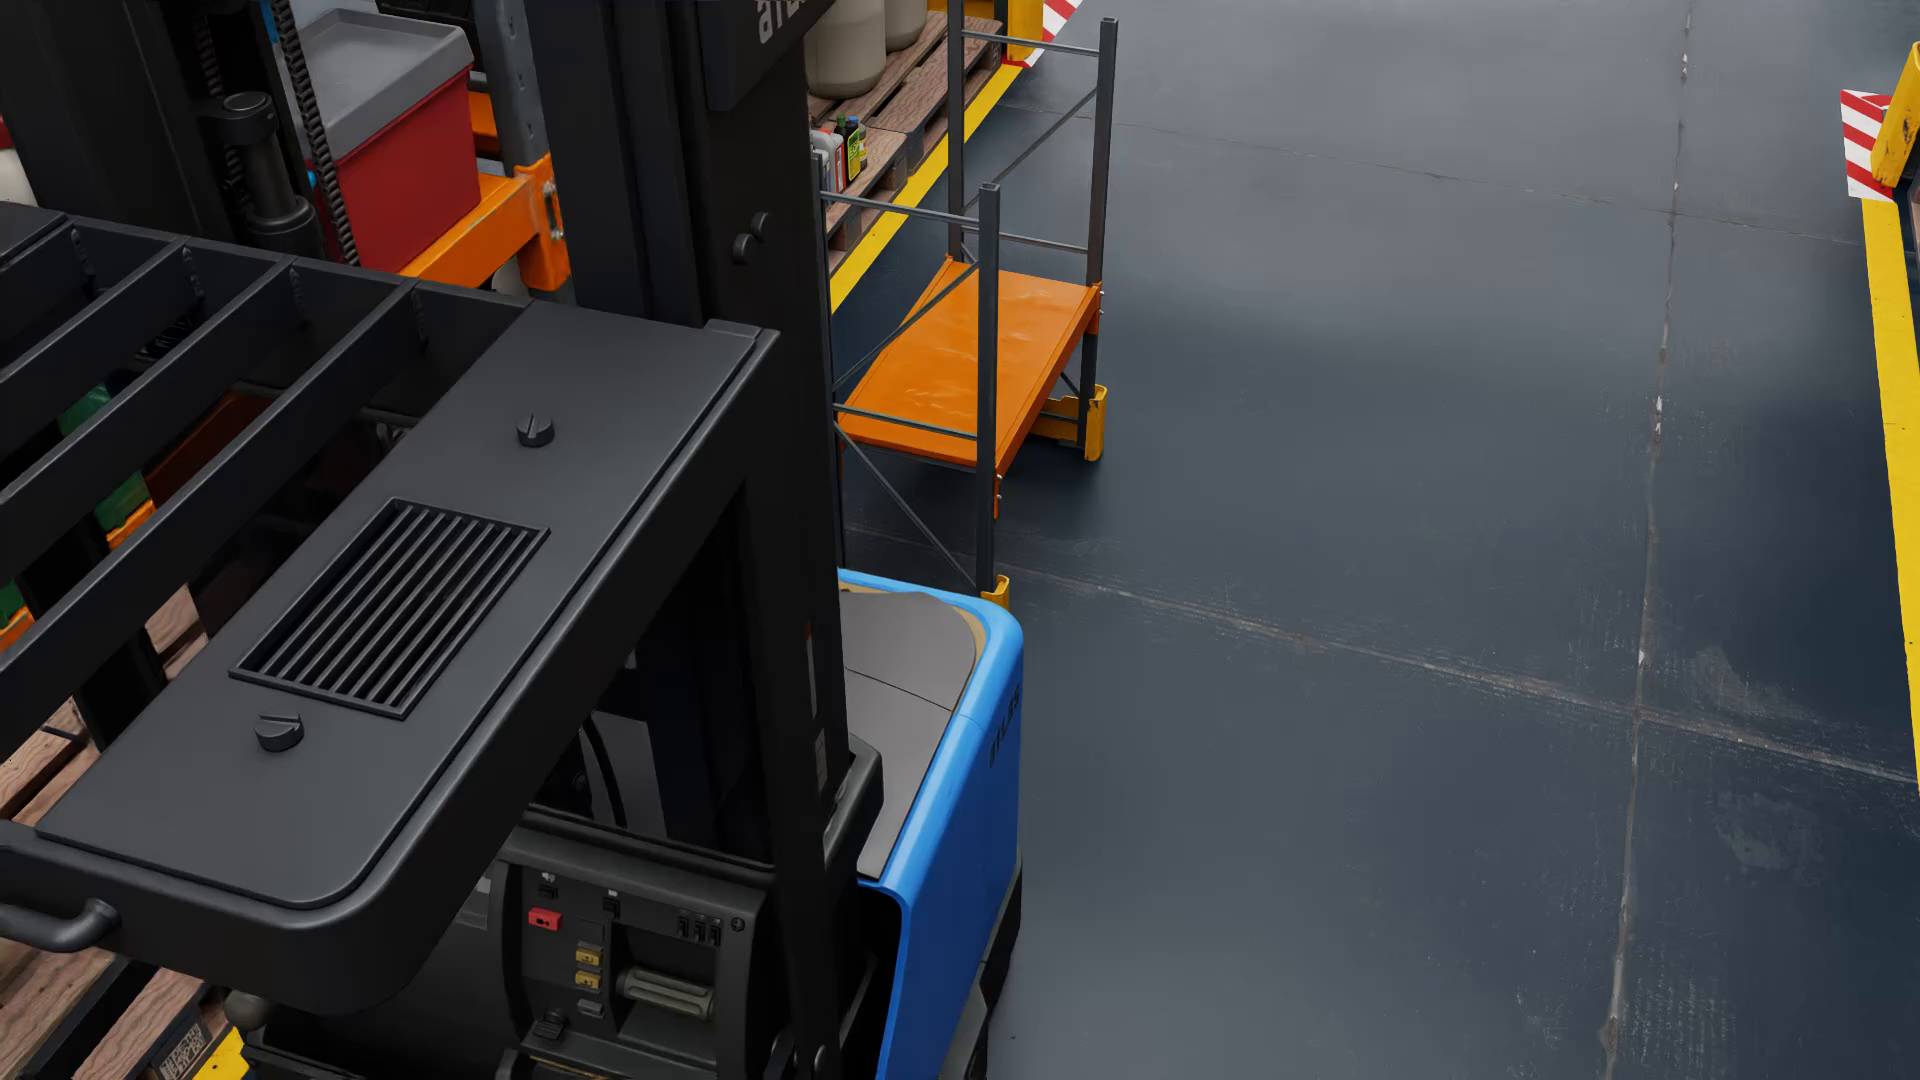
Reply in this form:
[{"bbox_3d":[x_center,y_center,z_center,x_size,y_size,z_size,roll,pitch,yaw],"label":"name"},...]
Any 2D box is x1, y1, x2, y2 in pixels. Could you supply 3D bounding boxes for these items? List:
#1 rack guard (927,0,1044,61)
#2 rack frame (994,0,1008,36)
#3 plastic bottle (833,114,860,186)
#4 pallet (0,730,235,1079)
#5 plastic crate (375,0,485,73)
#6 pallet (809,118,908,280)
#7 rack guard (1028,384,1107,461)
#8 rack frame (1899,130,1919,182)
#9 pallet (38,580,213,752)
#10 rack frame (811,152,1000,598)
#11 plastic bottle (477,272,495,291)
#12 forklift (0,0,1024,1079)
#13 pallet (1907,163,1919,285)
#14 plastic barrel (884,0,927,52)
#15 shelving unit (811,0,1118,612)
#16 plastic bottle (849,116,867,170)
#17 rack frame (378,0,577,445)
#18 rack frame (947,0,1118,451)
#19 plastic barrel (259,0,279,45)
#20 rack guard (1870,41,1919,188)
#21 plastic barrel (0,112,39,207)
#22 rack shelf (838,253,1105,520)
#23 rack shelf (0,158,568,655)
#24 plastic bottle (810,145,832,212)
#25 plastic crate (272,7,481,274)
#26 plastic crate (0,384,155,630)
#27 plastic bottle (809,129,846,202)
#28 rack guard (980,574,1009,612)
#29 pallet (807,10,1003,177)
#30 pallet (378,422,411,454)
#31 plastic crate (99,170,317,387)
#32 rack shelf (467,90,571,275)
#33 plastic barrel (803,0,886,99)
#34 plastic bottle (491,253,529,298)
[{"bbox_3d":[-0.186,-2.692,8.020,1.175,0.500,0.348,13,42,15],"label":"rack guard"},{"bbox_3d":[-0.204,-3.700,7.276,1.000,3.000,0.127,13,42,15],"label":"rack frame"},{"bbox_3d":[-0.443,-1.541,6.499,0.061,0.283,0.133,14,43,16],"label":"plastic bottle"},{"bbox_3d":[-2.220,1.035,3.874,1.003,0.211,1.213,13,42,15],"label":"pallet"},{"bbox_3d":[-1.274,-1.528,4.777,0.767,0.338,0.504,13,42,15],"label":"plastic crate"},{"bbox_3d":[-0.888,-1.346,6.665,1.003,0.211,1.213,13,42,15],"label":"pallet"},{"bbox_3d":[0.196,-0.445,5.579,0.587,0.250,0.087,13,42,15],"label":"rack guard"},{"bbox_3d":[4.449,-2.598,5.984,1.000,3.000,0.127,13,42,15],"label":"rack frame"},{"bbox_3d":[-1.804,0.288,4.750,1.003,0.211,1.213,13,42,15],"label":"pallet"},{"bbox_3d":[-0.145,-0.313,4.461,0.500,1.500,0.032,13,42,15],"label":"rack frame"},{"bbox_3d":[-1.623,-0.877,5.668,0.144,0.351,0.185,12,42,14],"label":"plastic bottle"},{"bbox_3d":[-0.787,0.654,2.225,1.130,2.935,3.031,12,42,13],"label":"forklift"},{"bbox_3d":[4.227,-1.062,6.332,1.003,0.211,1.213,13,42,15],"label":"pallet"},{"bbox_3d":[-0.358,-2.495,7.456,0.421,0.512,0.421,0,40,0],"label":"plastic barrel"},{"bbox_3d":[0.026,-0.617,4.818,0.587,1.500,1.083,13,42,15],"label":"shelving unit"},{"bbox_3d":[-0.421,-1.585,6.614,0.097,0.201,0.097,0,40,0],"label":"plastic bottle"},{"bbox_3d":[-1.572,-1.260,4.416,1.000,3.000,0.127,13,42,15],"label":"rack frame"},{"bbox_3d":[0.203,-0.933,5.188,0.500,1.500,0.032,13,42,15],"label":"rack frame"},{"bbox_3d":[-1.989,-1.282,4.056,0.600,0.901,0.708,13,42,15],"label":"plastic barrel"},{"bbox_3d":[4.457,-1.662,6.813,1.175,0.500,0.348,13,42,15],"label":"rack guard"},{"bbox_3d":[-2.106,-0.777,3.745,0.433,0.535,0.433,0,40,0],"label":"plastic barrel"},{"bbox_3d":[0.029,-0.486,4.941,0.538,0.185,1.000,13,42,15],"label":"rack shelf"},{"bbox_3d":[-2.256,0.233,3.220,1.077,0.370,4.000,13,42,15],"label":"rack shelf"},{"bbox_3d":[-0.580,-1.381,6.318,0.152,0.276,0.135,12,42,14],"label":"plastic bottle"},{"bbox_3d":[-1.450,-0.921,3.969,0.402,0.464,0.583,13,42,15],"label":"plastic crate"},{"bbox_3d":[-1.903,-0.055,3.166,0.450,0.188,0.662,13,42,15],"label":"plastic crate"},{"bbox_3d":[-0.532,-1.466,6.417,0.152,0.276,0.135,14,42,15],"label":"plastic bottle"},{"bbox_3d":[-0.144,0.162,4.867,0.587,0.250,0.087,13,42,15],"label":"rack guard"},{"bbox_3d":[-0.469,-2.088,7.535,1.003,0.211,1.213,13,42,15],"label":"pallet"},{"bbox_3d":[-1.303,-0.600,5.790,1.003,0.211,1.213,13,42,15],"label":"pallet"},{"bbox_3d":[-1.657,-0.512,3.552,0.392,0.384,0.575,13,42,15],"label":"plastic crate"},{"bbox_3d":[-0.888,-2.206,6.079,1.077,0.370,4.000,13,42,15],"label":"rack shelf"},{"bbox_3d":[-0.529,-2.189,7.098,0.421,0.512,0.421,0,40,0],"label":"plastic barrel"},{"bbox_3d":[-1.487,-0.845,5.631,0.144,0.351,0.185,13,42,15],"label":"plastic bottle"}]
